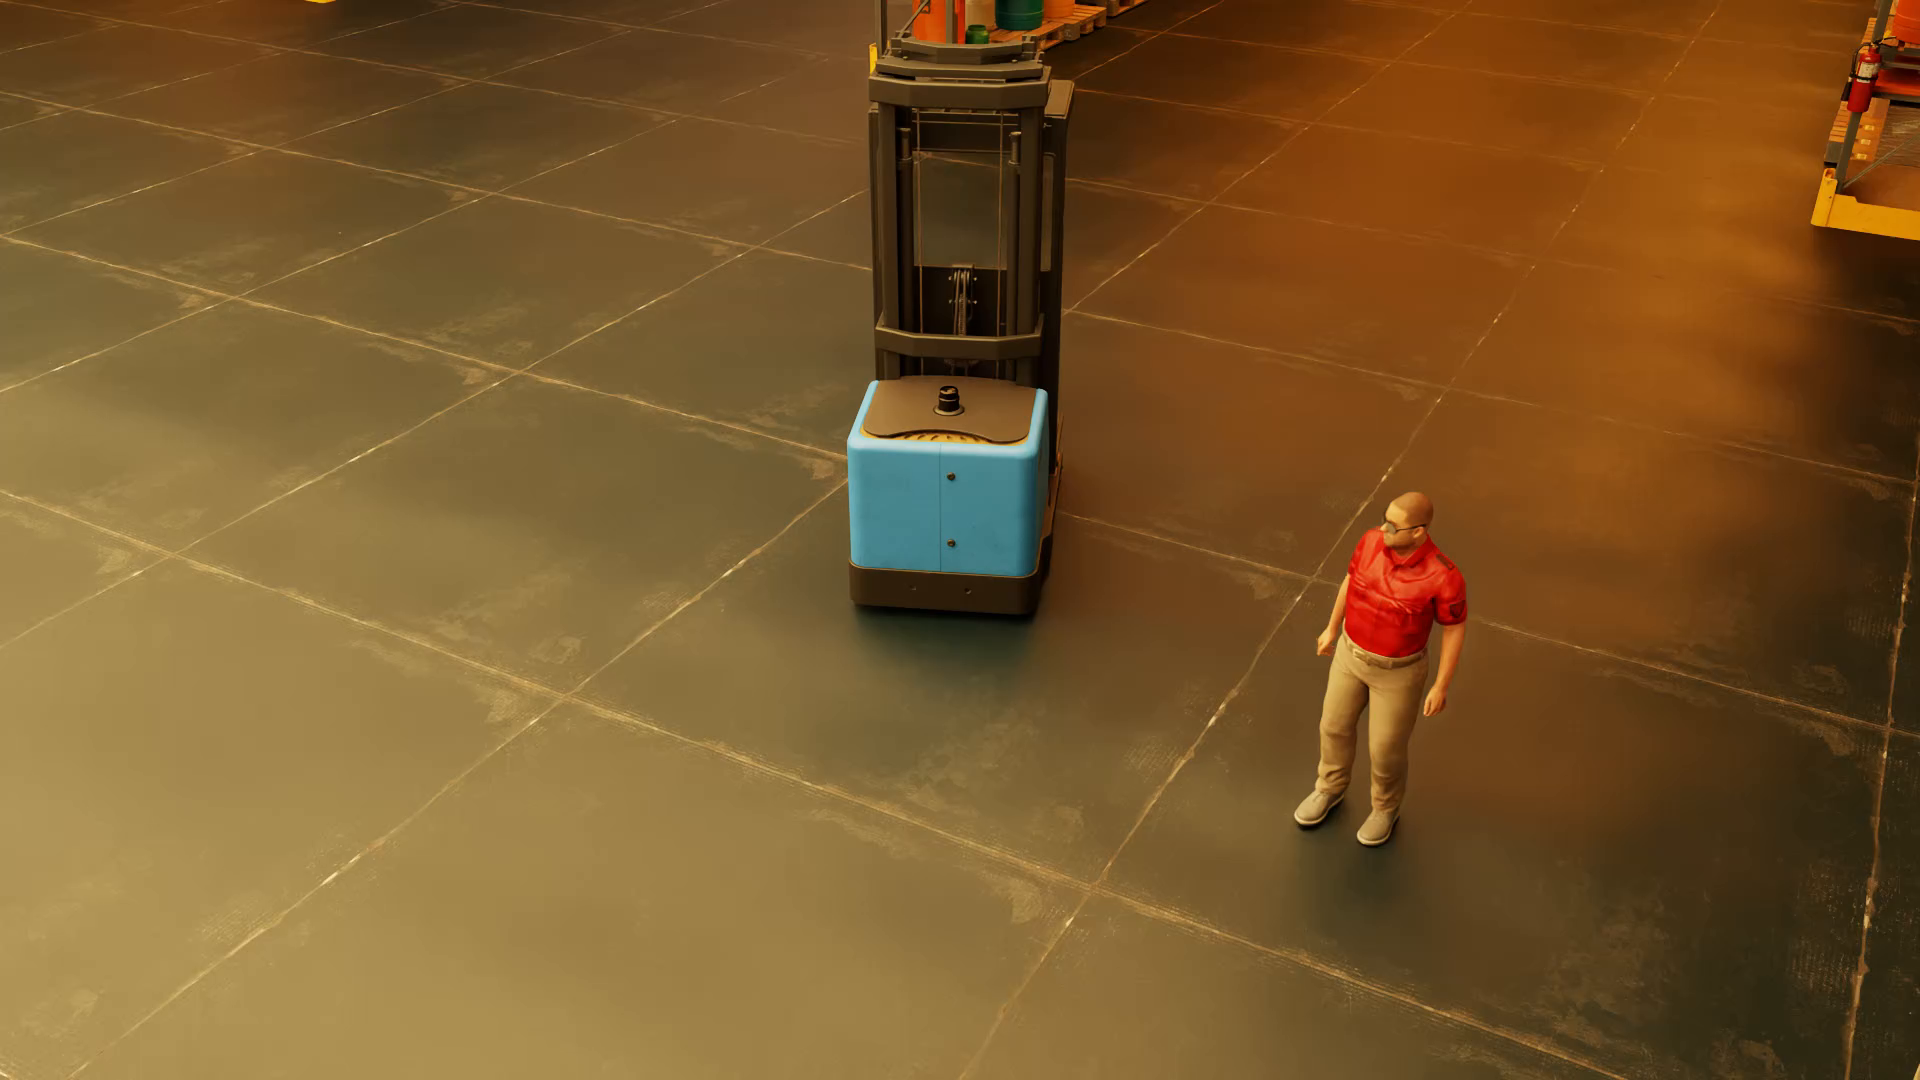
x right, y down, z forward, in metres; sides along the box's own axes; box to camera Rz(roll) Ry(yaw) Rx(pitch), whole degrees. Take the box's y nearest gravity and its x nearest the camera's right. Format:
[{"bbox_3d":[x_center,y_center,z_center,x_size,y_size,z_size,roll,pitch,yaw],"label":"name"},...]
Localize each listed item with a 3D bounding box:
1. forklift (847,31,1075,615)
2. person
[{"bbox_3d":[0.072,-1.572,9.794,1.130,2.935,3.031,3,30,6],"label":"forklift"},{"bbox_3d":[1.844,0.551,7.321,0.532,1.730,0.369,26,39,37],"label":"person"}]
